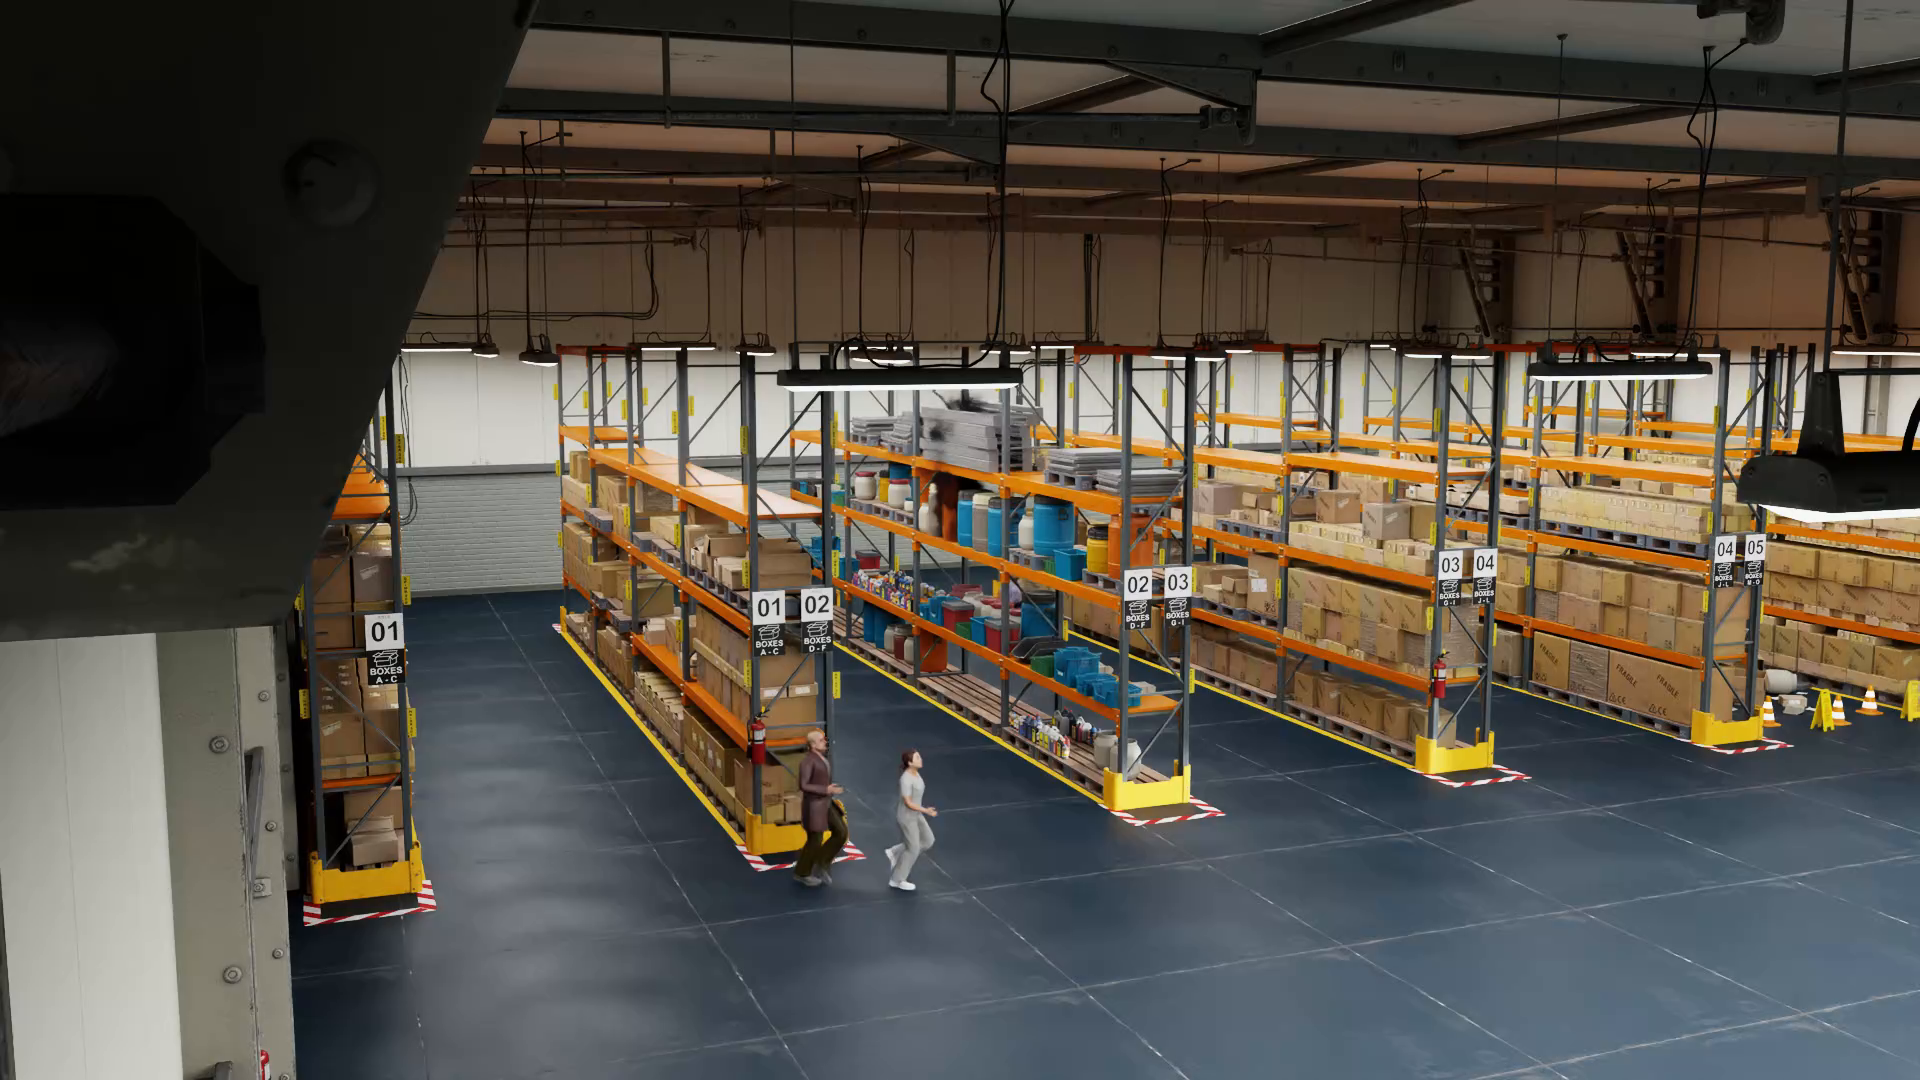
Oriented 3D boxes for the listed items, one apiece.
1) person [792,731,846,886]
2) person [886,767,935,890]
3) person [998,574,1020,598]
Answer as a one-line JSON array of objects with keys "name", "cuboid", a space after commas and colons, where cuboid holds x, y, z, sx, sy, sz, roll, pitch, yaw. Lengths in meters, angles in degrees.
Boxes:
[{"name": "person", "cuboid": [-1.582, 3.050, 18.945, 0.658, 1.763, 0.720, 3, 8, 20]}, {"name": "person", "cuboid": [-0.578, 3.267, 18.872, 0.553, 1.393, 0.551, 1, 7, 10]}, {"name": "person", "cuboid": [1.057, 1.295, 32.496, 0.615, 1.559, 0.539, -6, 9, -38]}]
